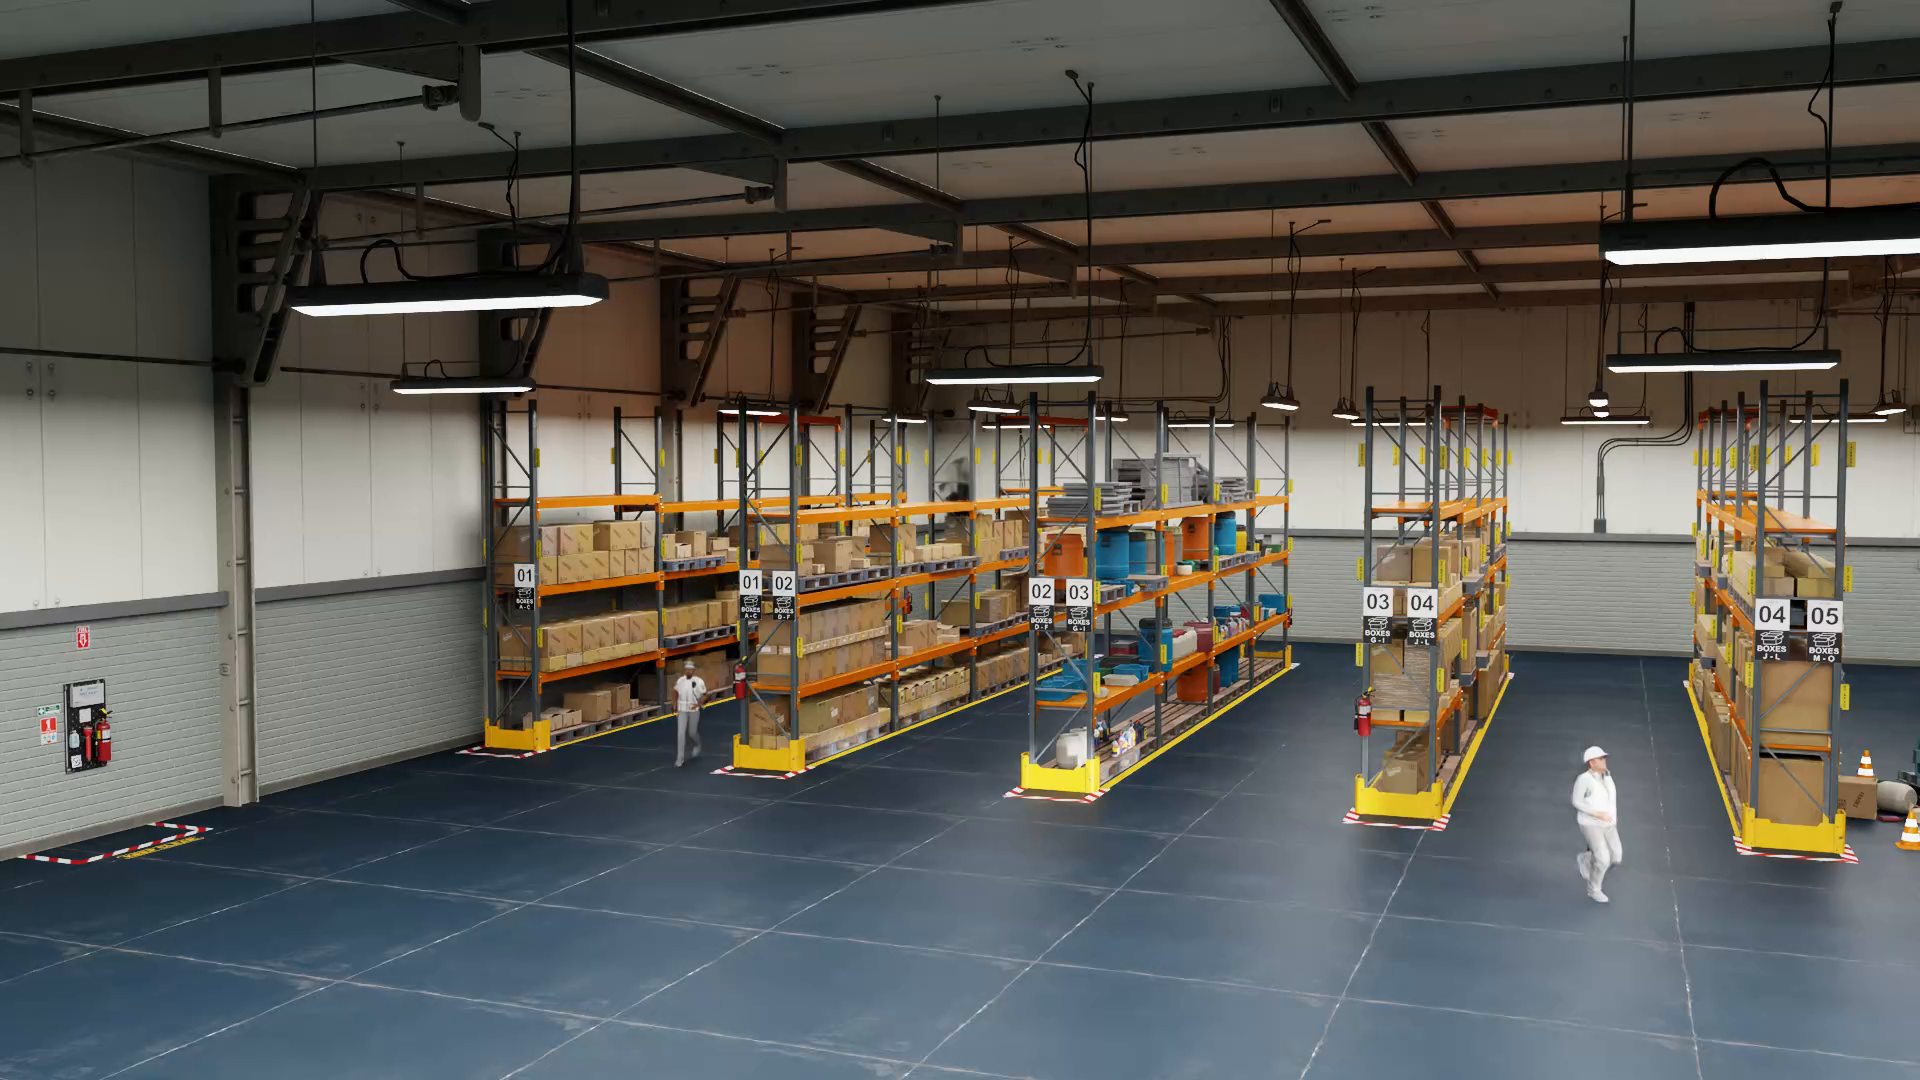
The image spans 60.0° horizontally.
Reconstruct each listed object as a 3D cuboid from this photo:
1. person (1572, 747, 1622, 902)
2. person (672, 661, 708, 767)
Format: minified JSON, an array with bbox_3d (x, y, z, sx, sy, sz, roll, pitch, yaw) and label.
[{"bbox_3d":[7.229,3.212,18.910,0.691,1.735,0.609,-2,3,-32],"label":"person"},{"bbox_3d":[-4.440,2.818,27.294,0.616,1.700,0.882,0,3,4],"label":"person"}]
